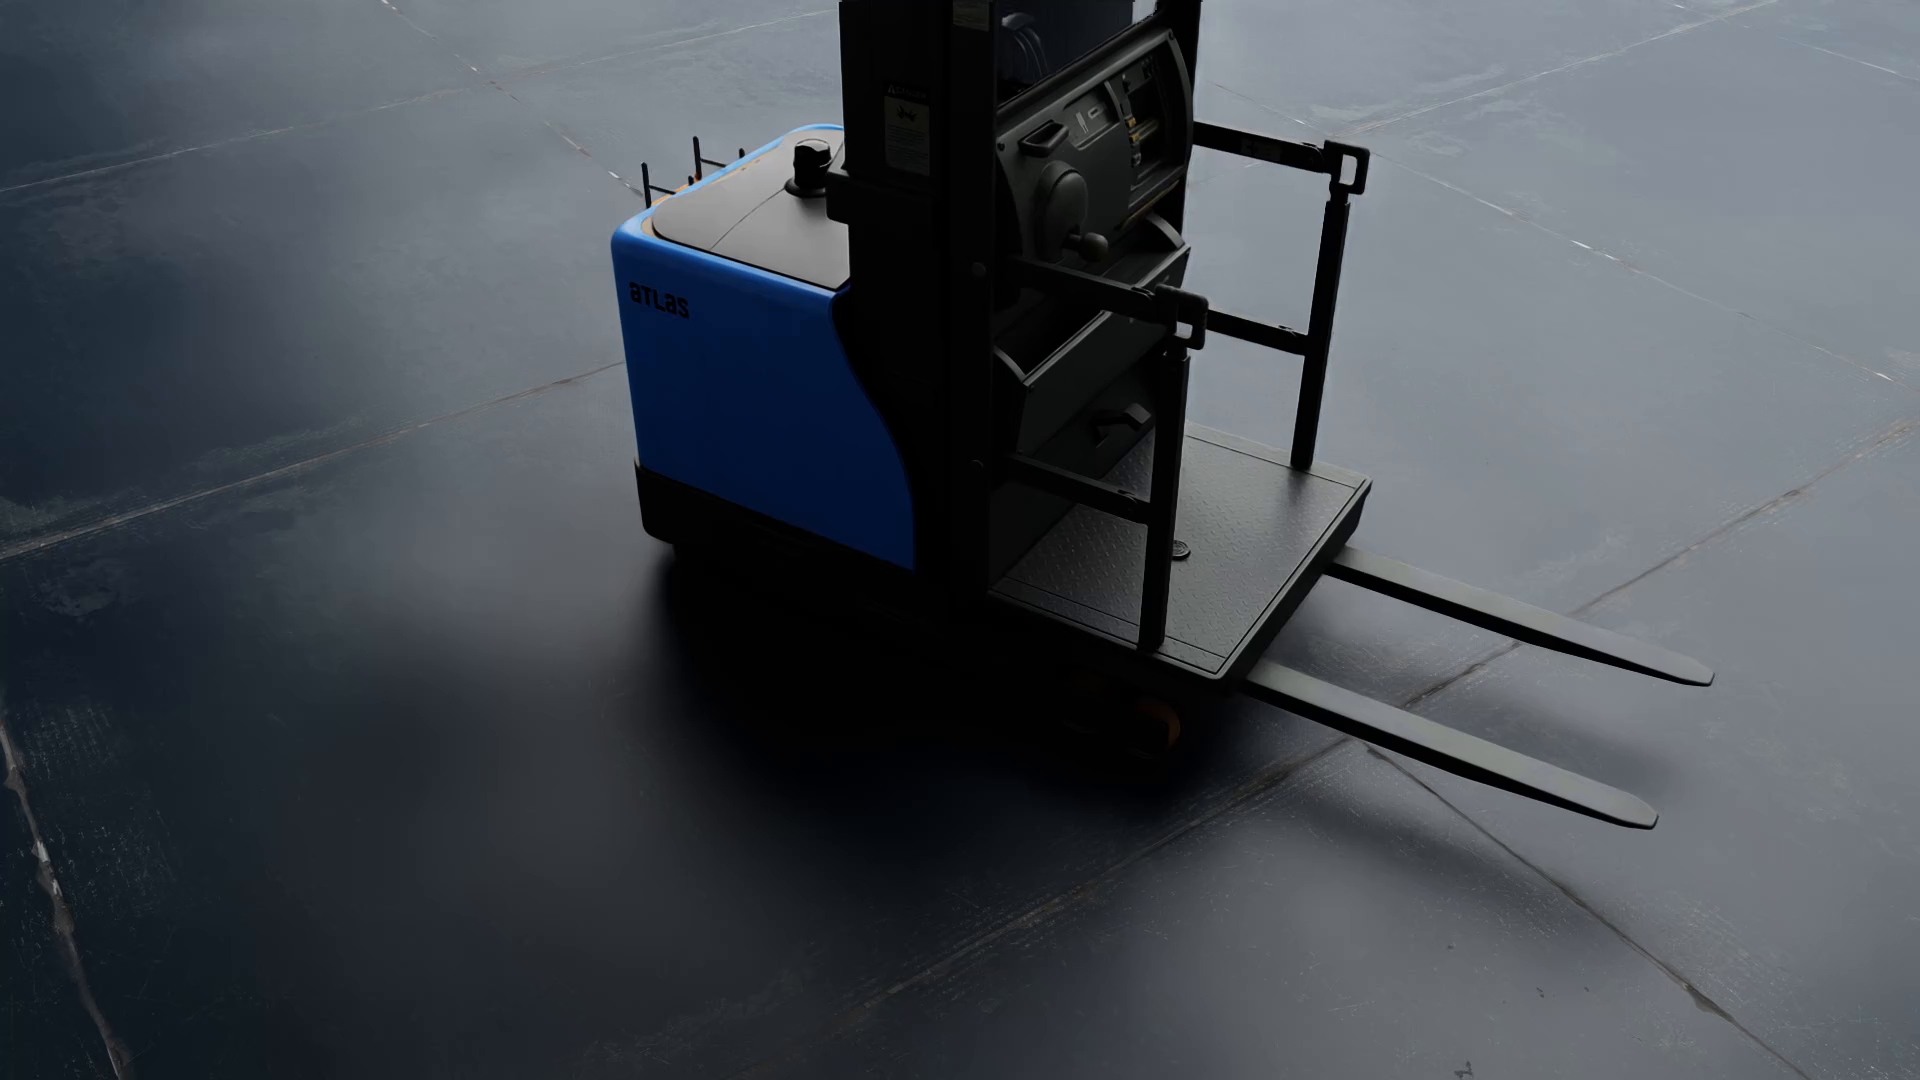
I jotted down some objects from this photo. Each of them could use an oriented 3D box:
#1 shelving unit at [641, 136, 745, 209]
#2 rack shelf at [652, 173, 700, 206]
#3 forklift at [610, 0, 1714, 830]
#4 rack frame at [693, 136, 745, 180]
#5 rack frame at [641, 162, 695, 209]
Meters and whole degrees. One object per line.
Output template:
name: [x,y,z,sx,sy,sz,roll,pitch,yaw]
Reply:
shelving unit: [-0.816,-0.747,5.390,0.215,1.050,0.252,20,40,26]
rack shelf: [-0.816,-0.969,5.231,0.215,0.259,0.240,20,40,26]
forklift: [0.528,-0.962,4.077,3.031,2.935,1.130,20,40,26]
rack frame: [-0.751,-0.808,5.474,0.200,1.050,0.008,20,40,26]
rack frame: [-0.880,-0.687,5.306,0.200,1.050,0.008,20,40,26]
